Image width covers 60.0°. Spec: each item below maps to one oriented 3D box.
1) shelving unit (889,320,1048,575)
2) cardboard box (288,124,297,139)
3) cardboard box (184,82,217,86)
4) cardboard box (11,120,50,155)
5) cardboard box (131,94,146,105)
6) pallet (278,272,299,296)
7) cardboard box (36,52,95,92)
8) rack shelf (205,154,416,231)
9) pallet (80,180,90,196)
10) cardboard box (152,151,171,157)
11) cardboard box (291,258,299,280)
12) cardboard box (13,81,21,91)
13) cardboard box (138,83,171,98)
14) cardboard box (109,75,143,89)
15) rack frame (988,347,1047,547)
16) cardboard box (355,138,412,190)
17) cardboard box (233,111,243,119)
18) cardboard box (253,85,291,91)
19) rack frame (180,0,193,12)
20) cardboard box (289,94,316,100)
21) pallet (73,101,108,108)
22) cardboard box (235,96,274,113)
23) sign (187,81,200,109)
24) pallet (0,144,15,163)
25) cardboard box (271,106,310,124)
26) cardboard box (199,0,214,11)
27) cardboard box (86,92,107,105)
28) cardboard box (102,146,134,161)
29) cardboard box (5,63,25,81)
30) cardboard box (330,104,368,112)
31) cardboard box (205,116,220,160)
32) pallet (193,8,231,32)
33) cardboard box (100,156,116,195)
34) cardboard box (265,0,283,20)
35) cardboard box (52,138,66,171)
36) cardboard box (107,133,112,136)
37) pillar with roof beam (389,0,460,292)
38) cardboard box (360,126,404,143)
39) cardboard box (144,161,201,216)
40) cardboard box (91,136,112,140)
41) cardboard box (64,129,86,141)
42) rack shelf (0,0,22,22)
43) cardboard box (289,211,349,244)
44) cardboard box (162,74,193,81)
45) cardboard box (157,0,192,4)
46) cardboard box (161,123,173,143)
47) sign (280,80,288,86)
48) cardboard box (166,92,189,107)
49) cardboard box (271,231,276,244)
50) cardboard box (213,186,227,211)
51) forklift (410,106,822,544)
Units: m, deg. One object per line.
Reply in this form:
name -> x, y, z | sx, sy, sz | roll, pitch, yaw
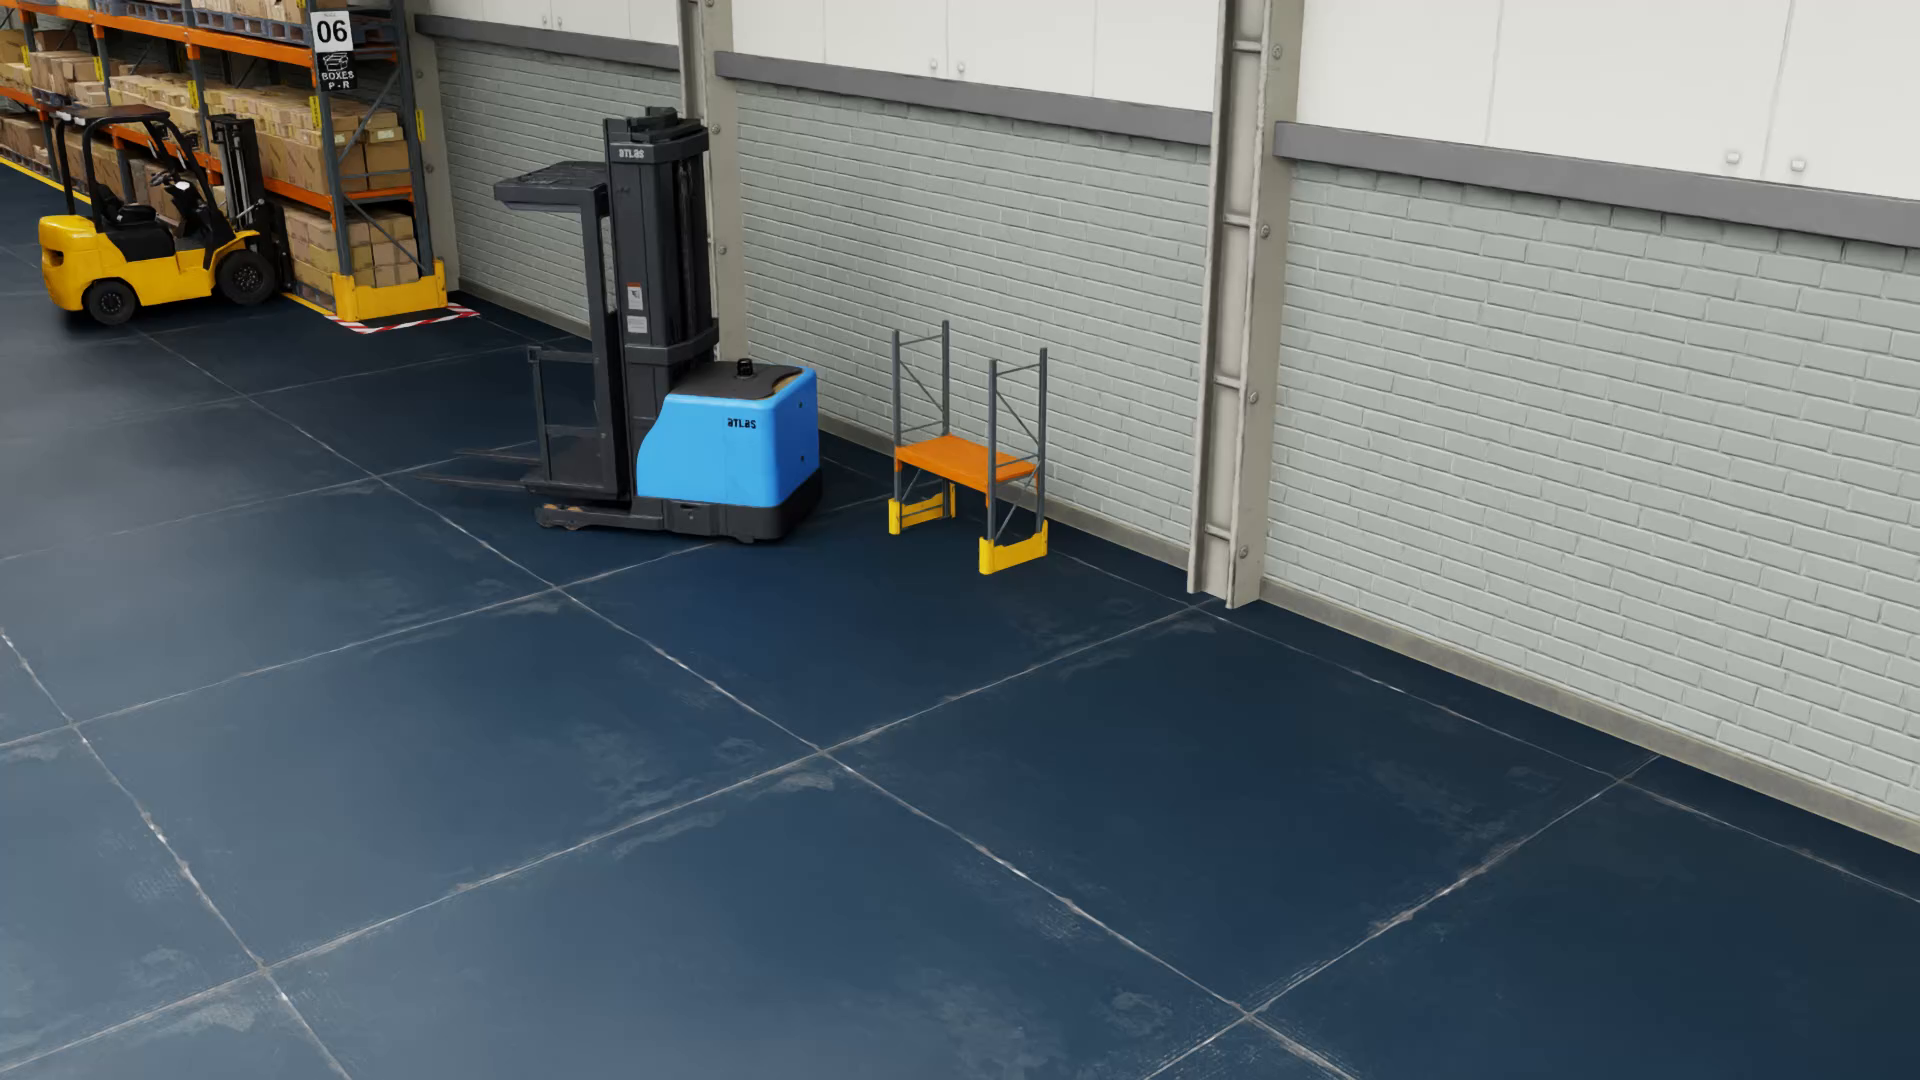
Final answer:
shelving unit -> 0.050, -0.677, 11.657 | 0.587, 1.500, 1.083 | -17, 27, -37
cardboard box -> -7.209, -4.542, 18.441 | 0.380, 0.149, 0.250 | -18, 27, -38
cardboard box -> -10.145, -6.041, 22.268 | 0.380, 0.149, 0.250 | -16, 27, -36
cardboard box -> -15.624, -6.789, 28.055 | 0.500, 0.500, 0.500 | -17, 27, -36
cardboard box -> -10.768, -5.848, 22.323 | 0.500, 0.250, 0.500 | -18, 28, -39
pallet -> -7.628, -3.183, 19.822 | 1.003, 0.211, 1.213 | -17, 27, -37
cardboard box -> -13.654, -7.171, 25.466 | 0.700, 0.500, 0.500 | -17, 27, -37
rack shelf -> -7.610, -4.161, 19.481 | 1.077, 0.370, 4.000 | -17, 27, -37
pallet -> -12.778, -5.407, 25.501 | 1.003, 0.211, 1.213 | -17, 27, -37
cardboard box -> -11.631, -5.706, 24.401 | 0.380, 0.149, 0.250 | -16, 26, -35
cardboard box -> -7.488, -3.193, 19.218 | 0.500, 0.250, 0.500 | -17, 27, -37
cardboard box -> -15.250, -7.445, 27.225 | 0.380, 0.149, 0.250 | -18, 28, -38
cardboard box -> -10.692, -5.990, 22.138 | 0.380, 0.149, 0.250 | -17, 27, -36
cardboard box -> -11.542, -6.344, 23.042 | 0.380, 0.149, 0.250 | -16, 27, -36
rack frame -> 0.388, -0.534, 11.292 | 0.500, 1.500, 0.032 | -17, 27, -37
cardboard box -> -6.418, -4.193, 18.439 | 0.500, 0.500, 0.500 | -16, 27, -36
cardboard box -> -8.271, -4.951, 19.486 | 0.380, 0.149, 0.250 | -18, 28, -38
cardboard box -> -8.479, -5.519, 20.528 | 0.380, 0.149, 0.250 | -17, 27, -37
rack frame -> -8.916, -7.842, 19.667 | 1.000, 3.000, 0.127 | -17, 27, -37
cardboard box -> -7.667, -5.158, 19.605 | 0.380, 0.149, 0.250 | -18, 28, -38
pallet -> -12.023, -6.235, 24.053 | 1.213, 0.211, 1.003 | -17, 27, -37
cardboard box -> -8.240, -5.097, 19.450 | 0.380, 0.149, 0.250 | -18, 28, -38
sign -> -9.321, -5.419, 20.227 | 0.100, 0.325, 0.005 | -17, 27, -37
pallet -> -16.178, -6.824, 29.119 | 1.003, 0.211, 1.213 | -17, 27, -37
cardboard box -> -7.435, -4.738, 18.533 | 0.380, 0.149, 0.250 | -17, 27, -36
cardboard box -> -8.558, -6.358, 19.400 | 0.500, 0.311, 0.500 | -17, 27, -36
cardboard box -> -12.246, -6.322, 23.782 | 0.380, 0.149, 0.250 | -17, 27, -36
cardboard box -> -12.243, -5.631, 24.211 | 0.380, 0.149, 0.250 | -19, 28, -40
cardboard box -> -15.309, -7.686, 27.292 | 0.500, 0.250, 0.500 | -18, 27, -38
cardboard box -> -6.841, -4.796, 18.681 | 0.380, 0.149, 0.250 | -17, 27, -37
cardboard box -> -8.824, -4.910, 20.271 | 0.500, 0.500, 0.500 | -18, 28, -39
pallet -> -8.340, -6.174, 19.644 | 1.003, 0.211, 1.213 | -17, 27, -37
cardboard box -> -12.285, -5.392, 24.489 | 0.500, 0.500, 0.500 | -18, 28, -38
cardboard box -> -7.241, -5.746, 17.901 | 0.396, 0.266, 0.258 | -17, 27, -37
cardboard box -> -13.993, -6.103, 26.305 | 0.500, 0.500, 0.500 | -16, 26, -35
cardboard box -> -13.012, -6.270, 25.840 | 0.380, 0.149, 0.250 | -17, 27, -36
pillar with roof beam -> -9.338, -6.119, 15.267 | 9.100, 9.000, 0.400 | -17, 27, -37
cardboard box -> -6.330, -4.447, 18.199 | 0.380, 0.149, 0.250 | -18, 28, -39
cardboard box -> -10.698, -4.889, 23.034 | 0.875, 0.625, 0.625 | -16, 27, -36
cardboard box -> -13.007, -6.017, 25.194 | 0.380, 0.149, 0.250 | -17, 27, -37
cardboard box -> -13.866, -6.372, 26.102 | 0.380, 0.149, 0.250 | -18, 28, -39
rack shelf -> -15.443, -8.873, 27.399 | 1.077, 0.370, 4.000 | -17, 27, -37
cardboard box -> -7.180, -3.517, 18.673 | 0.500, 0.250, 0.500 | -17, 27, -36
cardboard box -> -10.906, -6.415, 23.223 | 0.380, 0.149, 0.250 | -17, 27, -36
cardboard box -> -9.573, -6.788, 20.497 | 0.500, 0.311, 0.500 | -19, 28, -39
cardboard box -> -10.076, -5.338, 21.705 | 0.500, 0.250, 0.500 | -17, 27, -37
sign -> -8.496, -5.621, 20.927 | 0.100, 0.325, 0.005 | -17, 27, -37
cardboard box -> -9.881, -5.627, 21.211 | 0.380, 0.149, 0.250 | -19, 28, -39
cardboard box -> -7.855, -3.569, 19.493 | 0.500, 0.250, 0.500 | -18, 27, -38
cardboard box -> -8.838, -4.221, 20.471 | 0.500, 0.250, 0.500 | -18, 28, -38
forklift -> -2.622, -1.617, 12.095 | 3.031, 2.935, 1.130 | 6, 22, 14
